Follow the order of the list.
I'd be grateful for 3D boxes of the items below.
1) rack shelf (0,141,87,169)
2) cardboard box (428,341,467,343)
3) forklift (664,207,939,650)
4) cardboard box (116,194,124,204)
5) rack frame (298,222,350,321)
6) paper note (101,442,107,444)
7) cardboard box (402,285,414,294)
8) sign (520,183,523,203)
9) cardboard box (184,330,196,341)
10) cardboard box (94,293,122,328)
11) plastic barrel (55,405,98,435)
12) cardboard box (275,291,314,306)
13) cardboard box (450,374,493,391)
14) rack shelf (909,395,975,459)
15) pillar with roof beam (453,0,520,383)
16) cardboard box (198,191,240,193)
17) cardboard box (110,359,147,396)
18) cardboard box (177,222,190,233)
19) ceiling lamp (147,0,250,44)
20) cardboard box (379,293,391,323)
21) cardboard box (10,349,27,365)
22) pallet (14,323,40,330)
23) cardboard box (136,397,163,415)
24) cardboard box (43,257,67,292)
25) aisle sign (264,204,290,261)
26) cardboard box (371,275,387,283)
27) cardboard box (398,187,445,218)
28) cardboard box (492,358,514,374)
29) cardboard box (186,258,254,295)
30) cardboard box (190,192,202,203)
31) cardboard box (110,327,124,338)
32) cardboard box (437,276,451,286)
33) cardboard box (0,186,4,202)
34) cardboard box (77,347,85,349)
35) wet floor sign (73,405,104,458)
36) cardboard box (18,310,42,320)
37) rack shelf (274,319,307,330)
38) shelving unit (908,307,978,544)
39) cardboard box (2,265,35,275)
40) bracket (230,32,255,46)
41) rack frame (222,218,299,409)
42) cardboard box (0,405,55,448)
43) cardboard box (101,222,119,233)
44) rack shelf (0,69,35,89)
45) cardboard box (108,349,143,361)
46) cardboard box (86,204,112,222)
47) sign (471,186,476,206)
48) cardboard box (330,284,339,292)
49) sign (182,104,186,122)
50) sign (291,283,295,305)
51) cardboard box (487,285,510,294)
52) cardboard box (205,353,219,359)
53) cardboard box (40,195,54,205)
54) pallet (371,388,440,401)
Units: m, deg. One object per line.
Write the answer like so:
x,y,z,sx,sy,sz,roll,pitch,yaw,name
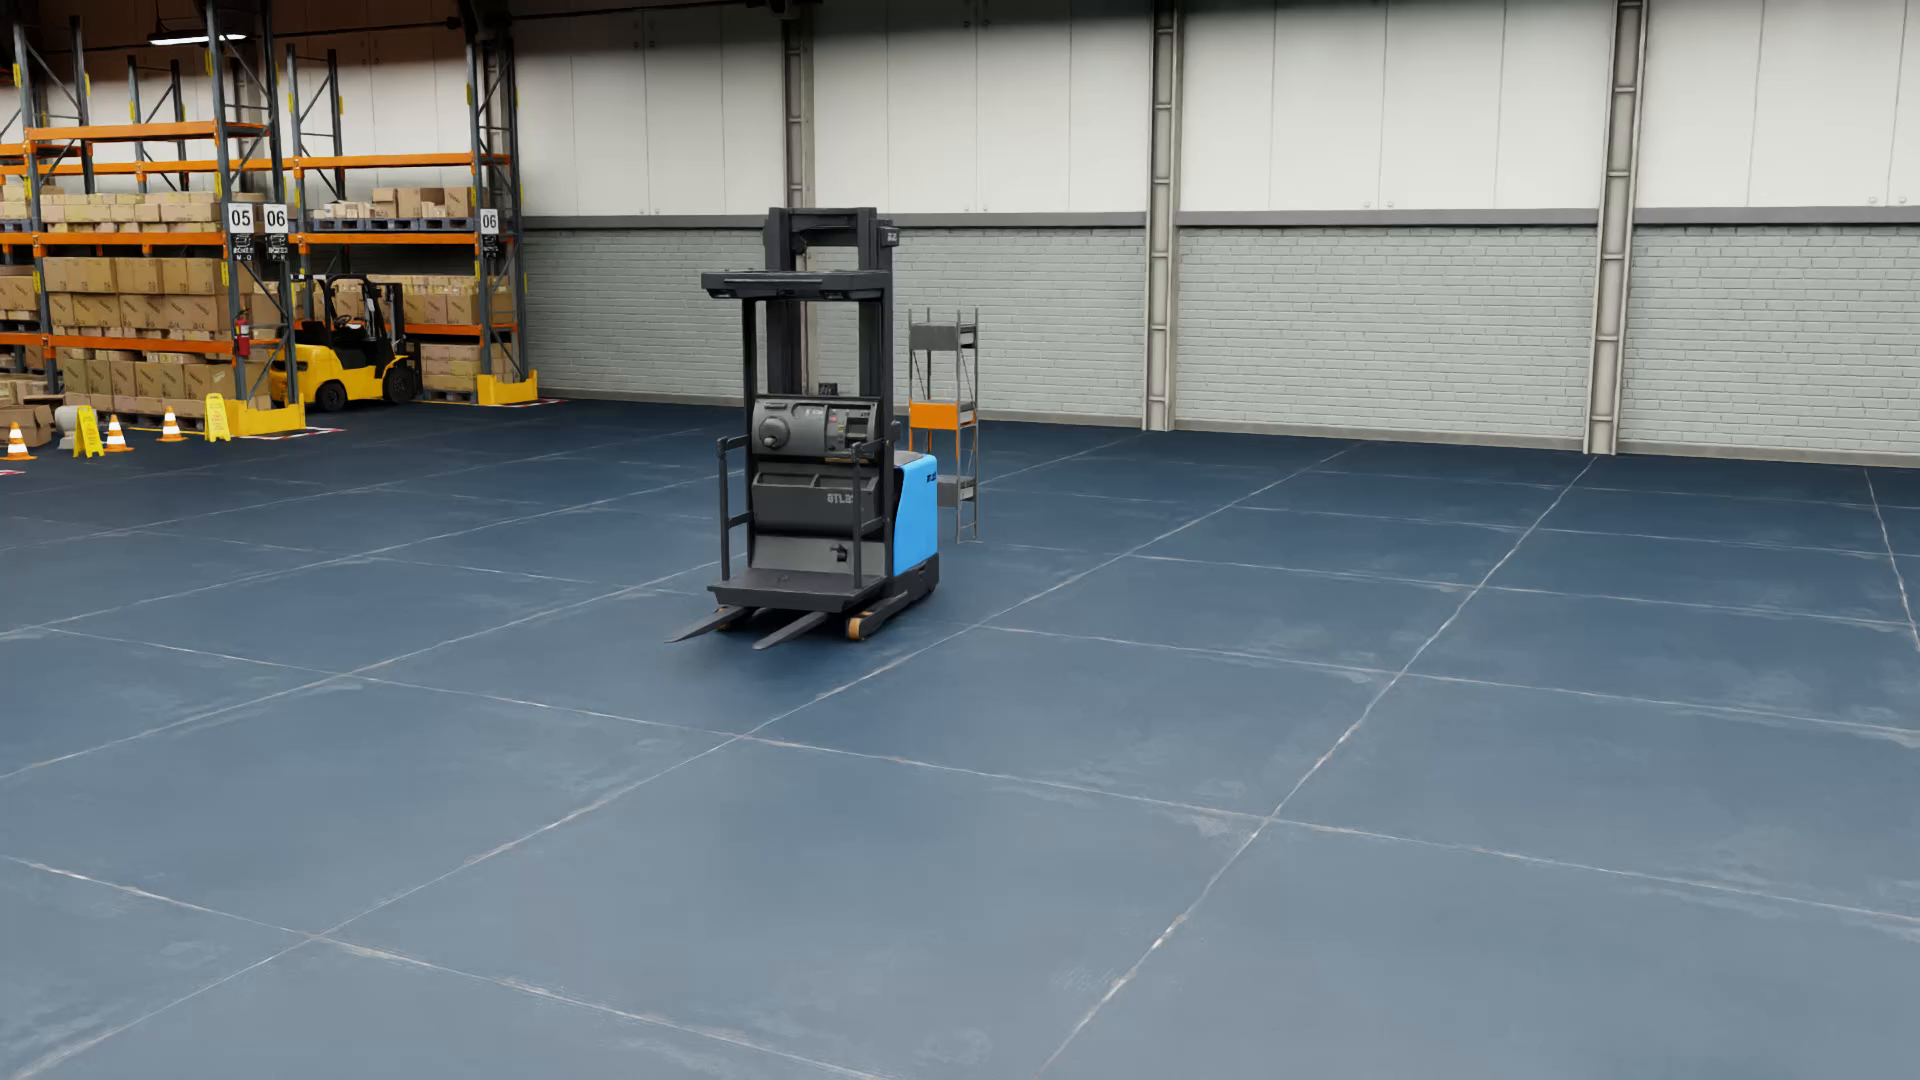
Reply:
-15.240,-5.898,25.694,4.000,0.370,1.077,5,11,26,rack shelf
-8.907,-3.311,28.835,0.500,0.250,0.500,5,11,25,cardboard box
-1.092,-0.826,11.562,1.130,2.935,3.031,3,11,17,forklift
-11.878,-4.898,23.913,0.250,0.149,0.380,5,12,27,cardboard box
-11.254,-4.132,29.640,0.127,3.000,1.000,5,11,26,rack frame
-11.588,-1.320,22.436,0.142,0.019,0.148,1,10,6,paper note
-9.263,-4.265,28.272,0.250,0.149,0.380,5,11,26,cardboard box
-7.415,-5.850,28.034,0.005,0.325,0.100,5,11,26,sign
-10.786,-2.922,23.656,0.250,0.149,0.380,5,11,25,cardboard box
-12.270,-3.378,24.357,0.500,0.500,0.500,5,11,25,cardboard box
-12.382,-1.677,23.309,0.512,0.421,0.421,-4,11,-23,plastic barrel
-11.807,-4.302,29.597,0.500,0.250,0.500,5,11,25,cardboard box
-8.228,-2.657,28.032,0.500,0.250,0.500,5,11,26,cardboard box
-0.148,-1.033,15.118,0.480,0.518,0.431,5,11,26,rack shelf
-9.797,-6.280,24.664,0.548,9.000,9.100,5,11,26,pillar with roof beam
-13.386,-6.052,30.086,0.500,0.500,0.500,5,12,27,cardboard box
-12.087,-2.391,24.454,0.500,0.500,0.500,6,12,29,cardboard box
-10.764,-4.401,23.406,0.250,0.149,0.380,5,12,28,cardboard box
-12.102,-9.595,26.586,2.000,3.185,0.800,5,11,26,ceiling lamp
-9.600,-3.984,28.538,0.500,0.500,0.500,5,11,26,cardboard box
-18.916,-3.736,33.822,0.500,0.311,0.500,5,12,28,cardboard box
-15.240,-3.411,26.191,1.213,0.211,1.003,5,11,26,pallet
-11.636,-1.981,24.294,0.500,0.250,0.500,5,11,24,cardboard box
-13.148,-3.958,24.751,0.500,0.500,0.700,5,11,25,cardboard box
-9.667,-4.348,23.532,0.004,0.787,0.394,5,11,26,aisle sign
-9.909,-4.486,28.655,0.250,0.149,0.380,5,11,26,cardboard box
-9.045,-5.691,28.088,0.500,0.500,0.700,5,11,26,cardboard box
-7.996,-2.987,28.449,0.500,0.250,0.500,5,12,27,cardboard box
-10.414,-3.717,23.422,0.500,0.500,0.700,5,11,24,cardboard box
-10.508,-4.775,23.234,0.250,0.149,0.380,5,12,27,cardboard box
-12.163,-3.037,24.295,0.250,0.149,0.380,5,11,26,cardboard box
-8.562,-4.357,27.945,0.250,0.149,0.380,5,12,27,cardboard box
-14.947,-5.296,25.487,0.500,0.250,0.500,5,12,27,cardboard box
-16.704,-3.543,32.224,0.500,0.500,0.500,5,11,24,cardboard box
-11.057,-1.381,21.049,0.232,0.644,0.267,3,11,16,wet floor sign
-14.030,-3.419,25.224,0.250,0.149,0.380,5,11,27,cardboard box
-13.047,-3.936,30.575,4.000,0.370,1.077,5,11,26,rack shelf
-0.148,-1.046,15.115,0.503,2.100,0.431,5,11,26,shelving unit
-14.732,-4.223,26.027,0.250,0.149,0.380,6,12,29,cardboard box
-13.058,-9.123,30.261,0.430,0.232,0.235,5,11,26,bracket
-9.859,-3.024,23.517,0.127,3.000,1.000,5,11,26,rack frame
-12.555,-1.530,22.270,0.637,0.503,0.797,-2,11,-14,cardboard box
-12.158,-4.512,24.023,0.250,0.149,0.380,5,11,25,cardboard box
-20.221,-9.154,33.228,4.000,0.370,1.077,5,11,26,rack shelf
-12.247,-2.711,24.402,0.250,0.149,0.380,6,12,29,cardboard box
-12.263,-4.729,24.099,0.500,0.250,0.500,5,11,26,cardboard box
-7.919,-5.604,27.087,0.005,0.325,0.100,5,11,26,sign
-10.851,-4.413,29.091,0.250,0.149,0.380,5,12,27,cardboard box
-14.598,-8.026,31.241,0.005,0.325,0.100,5,11,26,sign
-9.619,-3.537,23.918,0.005,0.325,0.100,5,11,26,sign
-7.856,-4.254,28.208,0.250,0.149,0.380,5,11,24,cardboard box
-13.698,-3.384,30.995,0.625,0.625,0.875,5,12,28,cardboard box
-13.308,-5.007,24.517,0.250,0.149,0.380,5,11,25,cardboard box
-9.461,-2.595,28.975,1.213,0.211,1.003,5,11,26,pallet
